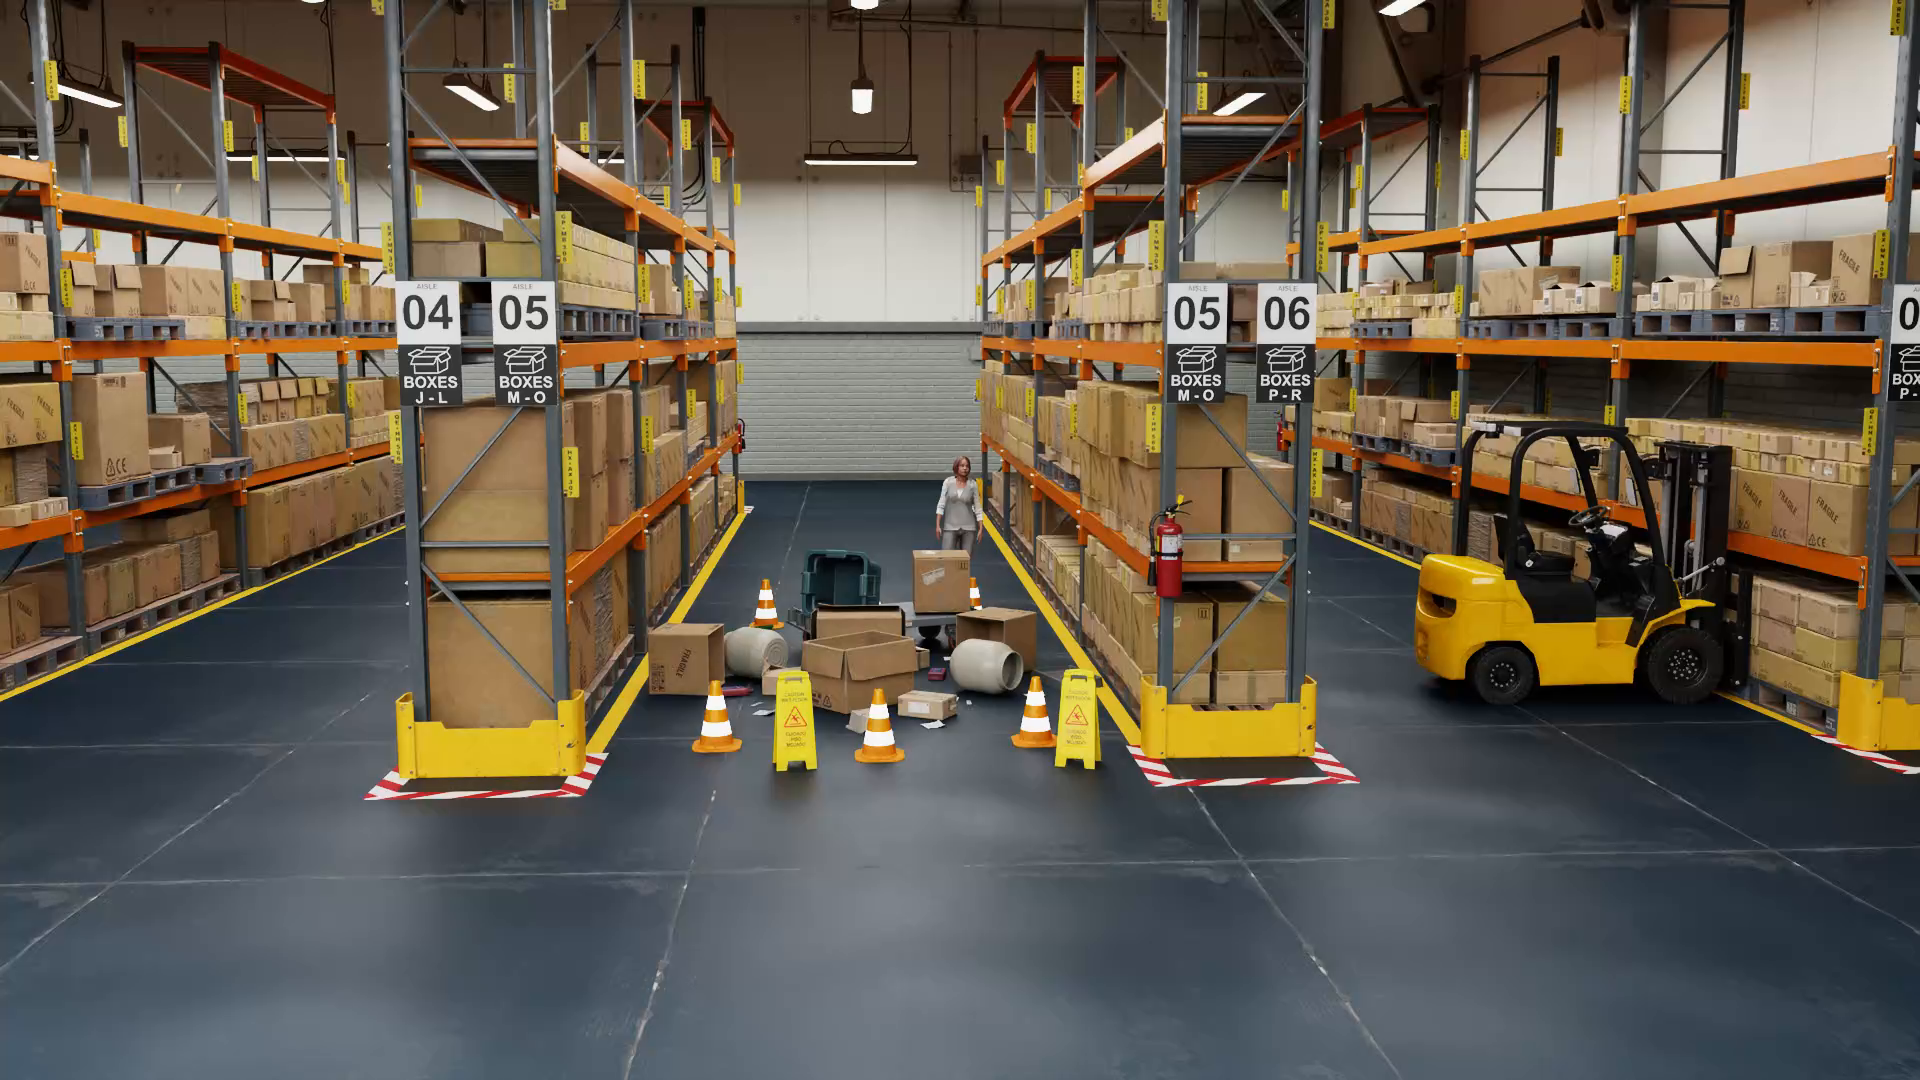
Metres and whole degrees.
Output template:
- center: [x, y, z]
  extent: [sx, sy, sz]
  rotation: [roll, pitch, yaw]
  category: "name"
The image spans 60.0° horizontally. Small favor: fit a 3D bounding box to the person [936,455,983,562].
- center: [-0.009, -0.074, 17.318]
  extent: [0.520, 1.597, 0.475]
  rotation: [0, 7, -4]
  category: "person"
